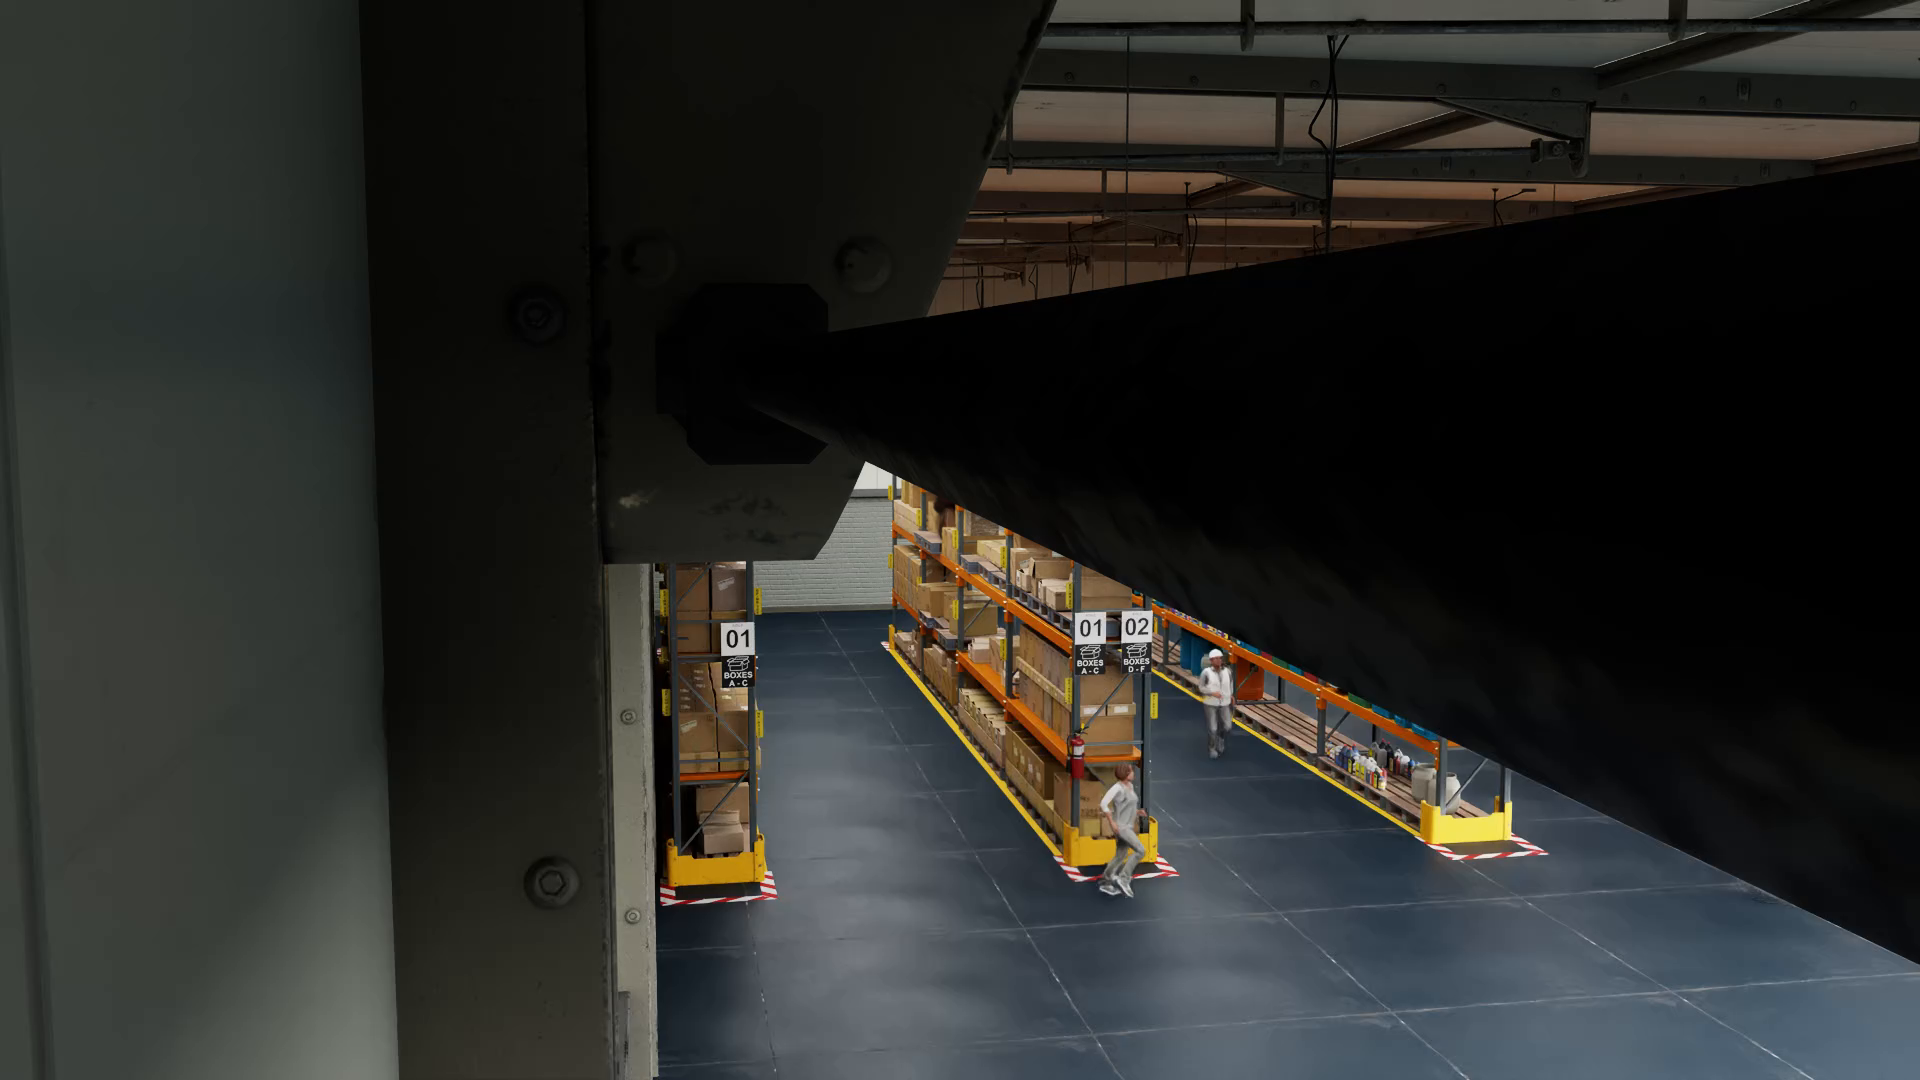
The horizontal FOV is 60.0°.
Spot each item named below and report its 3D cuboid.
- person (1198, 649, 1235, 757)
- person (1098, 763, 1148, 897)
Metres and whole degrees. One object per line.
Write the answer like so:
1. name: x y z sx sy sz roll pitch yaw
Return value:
1. person: 4.112 2.607 26.446 0.645 1.732 0.592 -1 6 -11
2. person: 1.938 3.412 19.678 0.582 1.563 0.523 2 7 19
